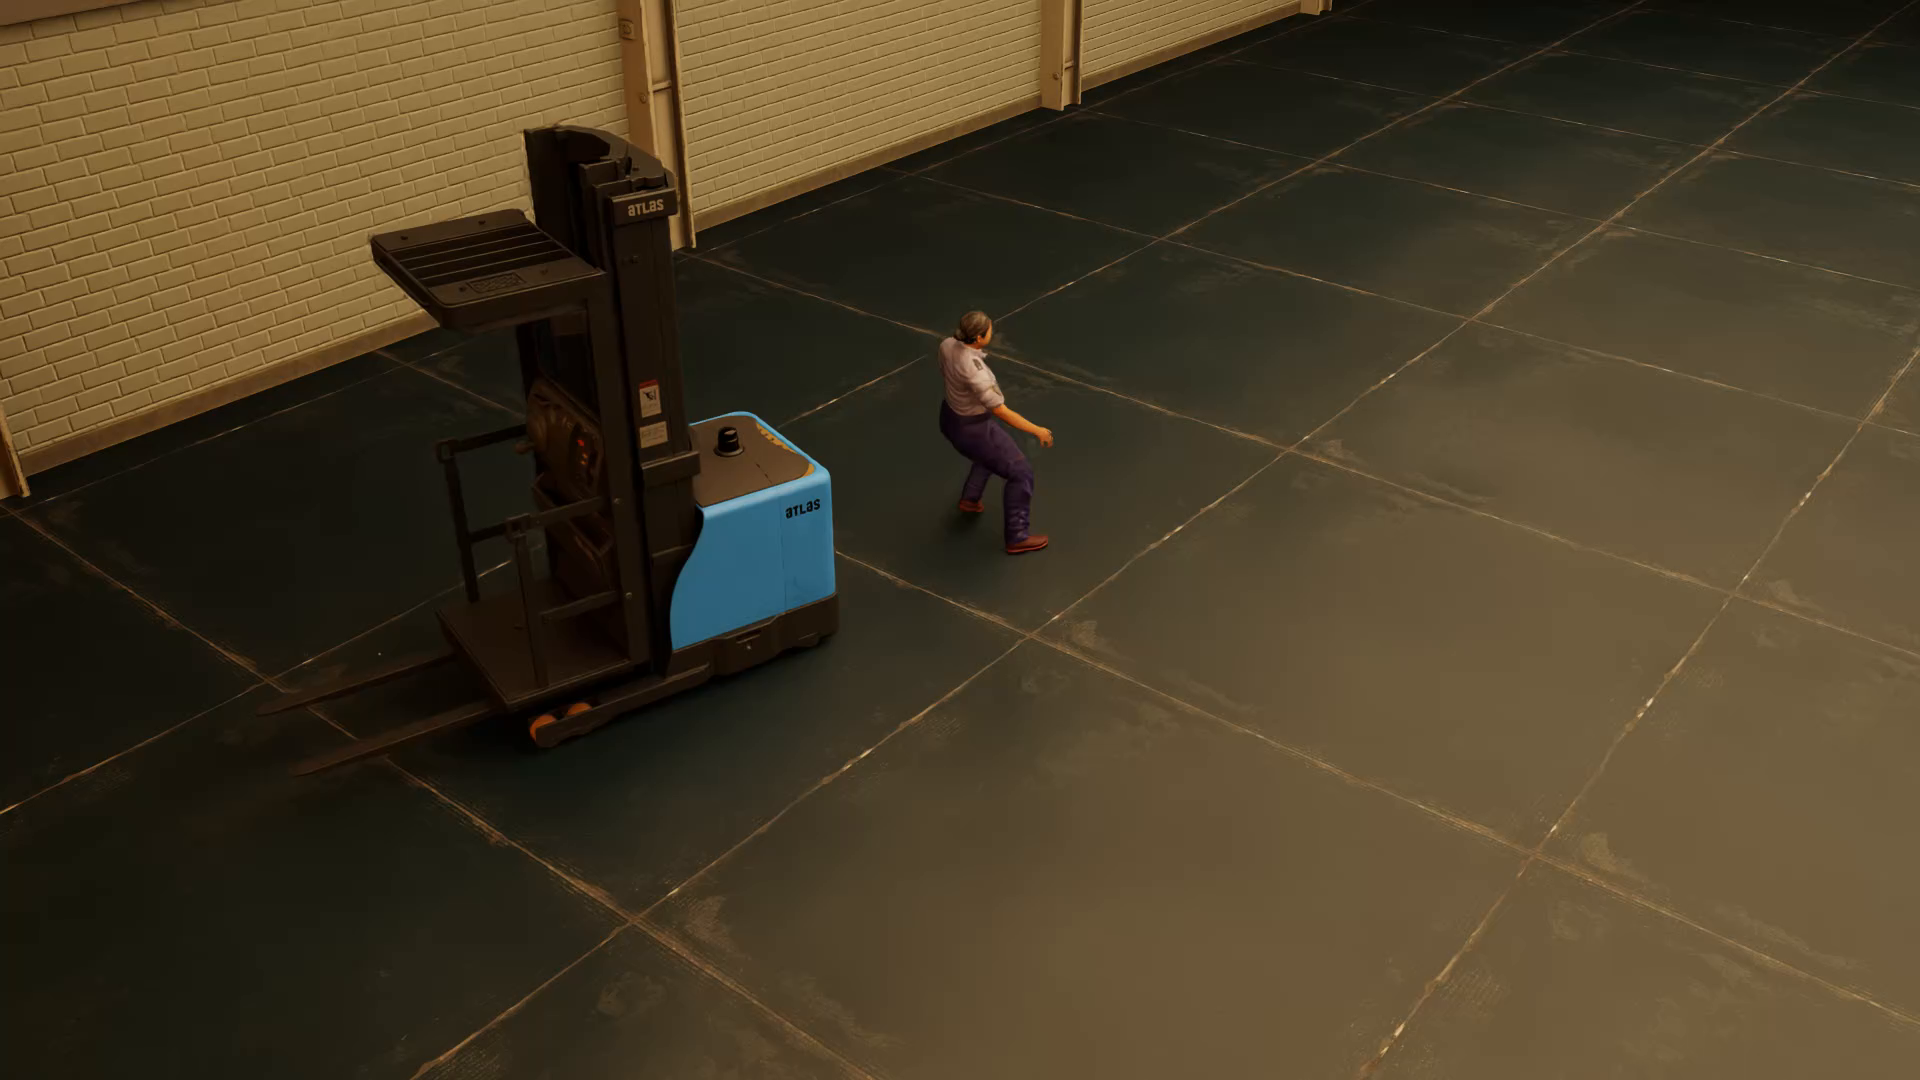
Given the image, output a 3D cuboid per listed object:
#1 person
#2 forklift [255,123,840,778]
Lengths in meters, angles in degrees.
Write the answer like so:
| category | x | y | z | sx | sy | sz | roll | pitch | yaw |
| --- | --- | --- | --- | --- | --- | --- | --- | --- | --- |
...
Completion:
| category | x | y | z | sx | sy | sz | roll | pitch | yaw |
| --- | --- | --- | --- | --- | --- | --- | --- | --- | --- |
| person | 0.192 | -0.719 | 10.206 | 0.537 | 1.531 | 0.747 | -13 | 33 | -21 |
| forklift | -2.194 | -0.489 | 8.432 | 3.031 | 2.935 | 1.130 | -19 | 35 | -29 |
